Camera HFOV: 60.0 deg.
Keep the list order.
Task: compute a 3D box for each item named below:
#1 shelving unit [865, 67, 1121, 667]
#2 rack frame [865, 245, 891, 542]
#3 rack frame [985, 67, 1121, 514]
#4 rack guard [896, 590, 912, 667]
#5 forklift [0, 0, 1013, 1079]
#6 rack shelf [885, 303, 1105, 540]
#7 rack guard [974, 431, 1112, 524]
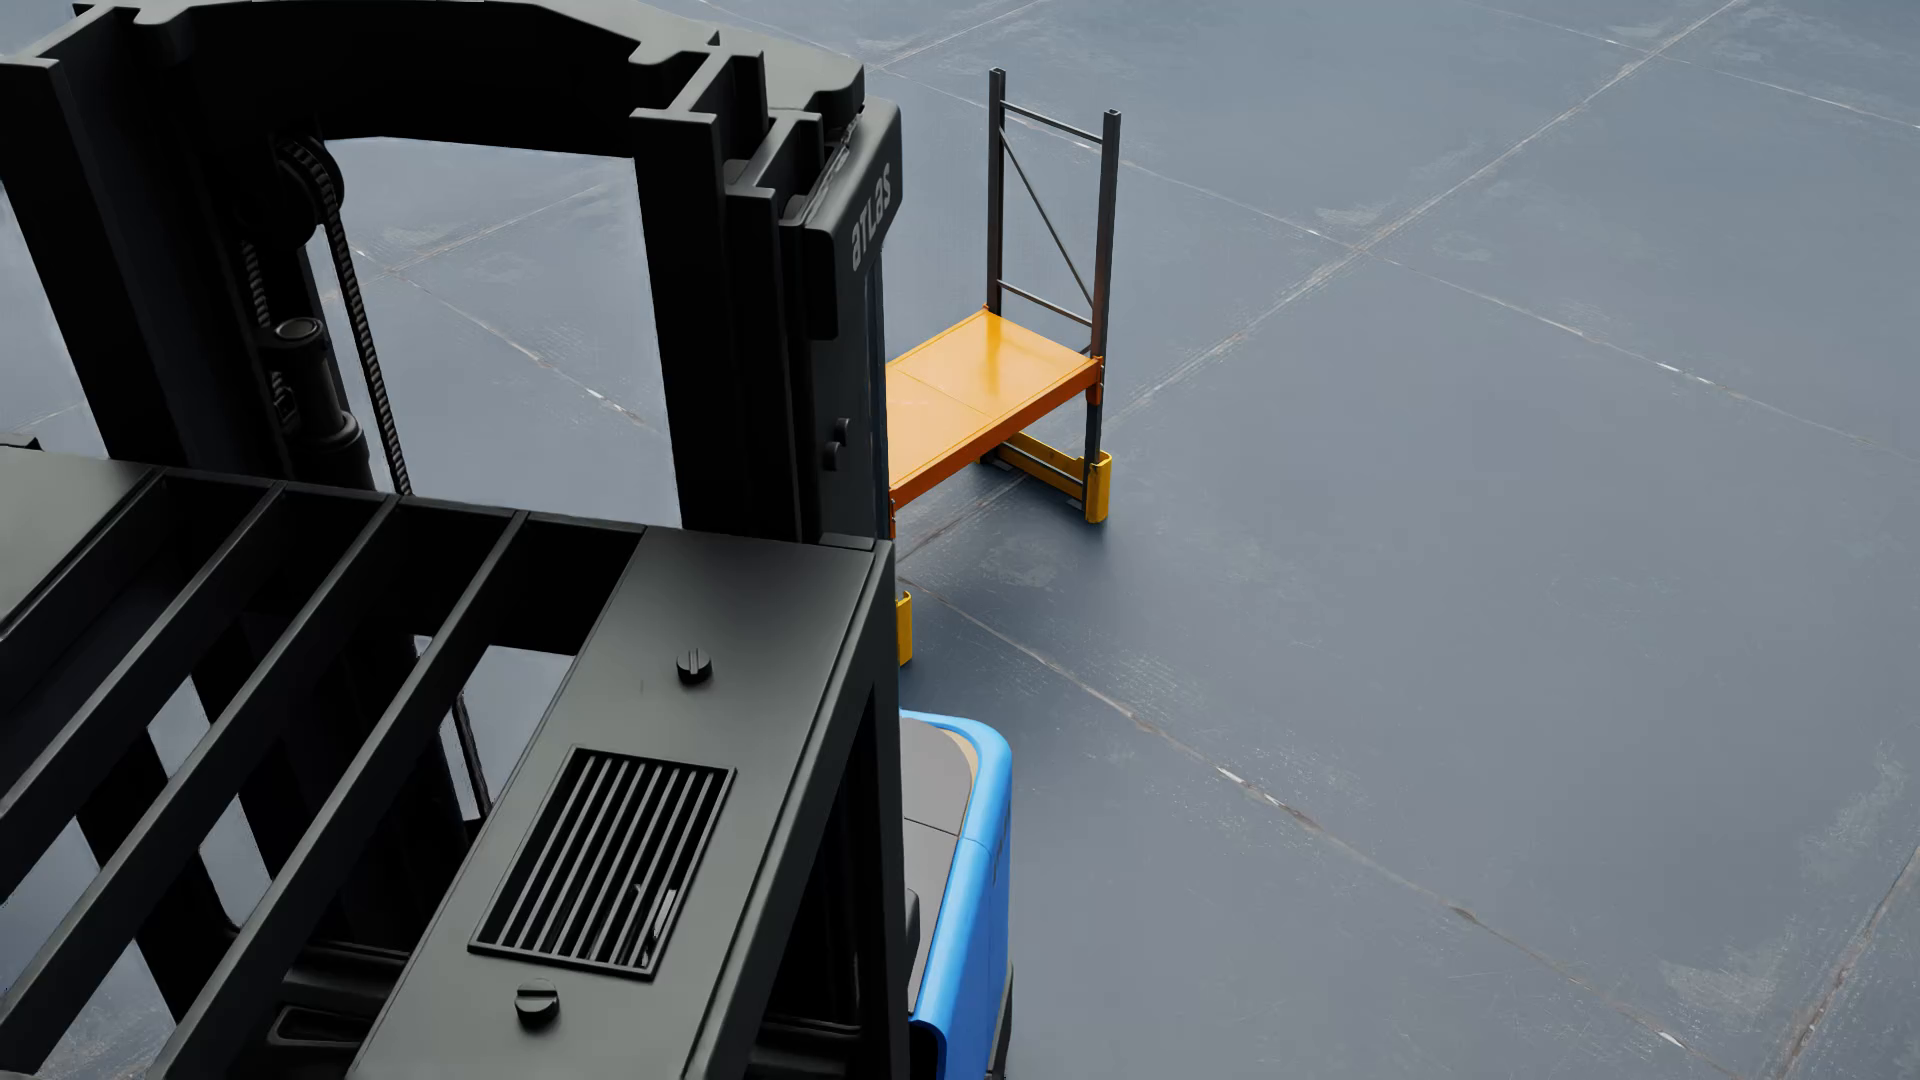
[{"bbox_3d":[-0.051,-0.552,5.239,0.587,1.500,1.083,30,47,32],"label":"shelving unit"},{"bbox_3d":[-0.401,-0.314,4.940,0.500,1.500,0.032,30,47,32],"label":"rack frame"},{"bbox_3d":[0.285,-0.781,5.528,0.500,1.500,0.032,30,47,32],"label":"rack frame"},{"bbox_3d":[-0.387,0.166,5.340,0.587,0.250,0.087,30,47,32],"label":"rack guard"},{"bbox_3d":[-0.658,0.927,2.229,1.130,2.935,3.031,7,39,9],"label":"forklift"},{"bbox_3d":[-0.058,-0.407,5.346,0.538,0.185,1.000,30,47,32],"label":"rack shelf"},{"bbox_3d":[0.285,-0.292,5.916,0.587,0.250,0.087,30,47,32],"label":"rack guard"}]
